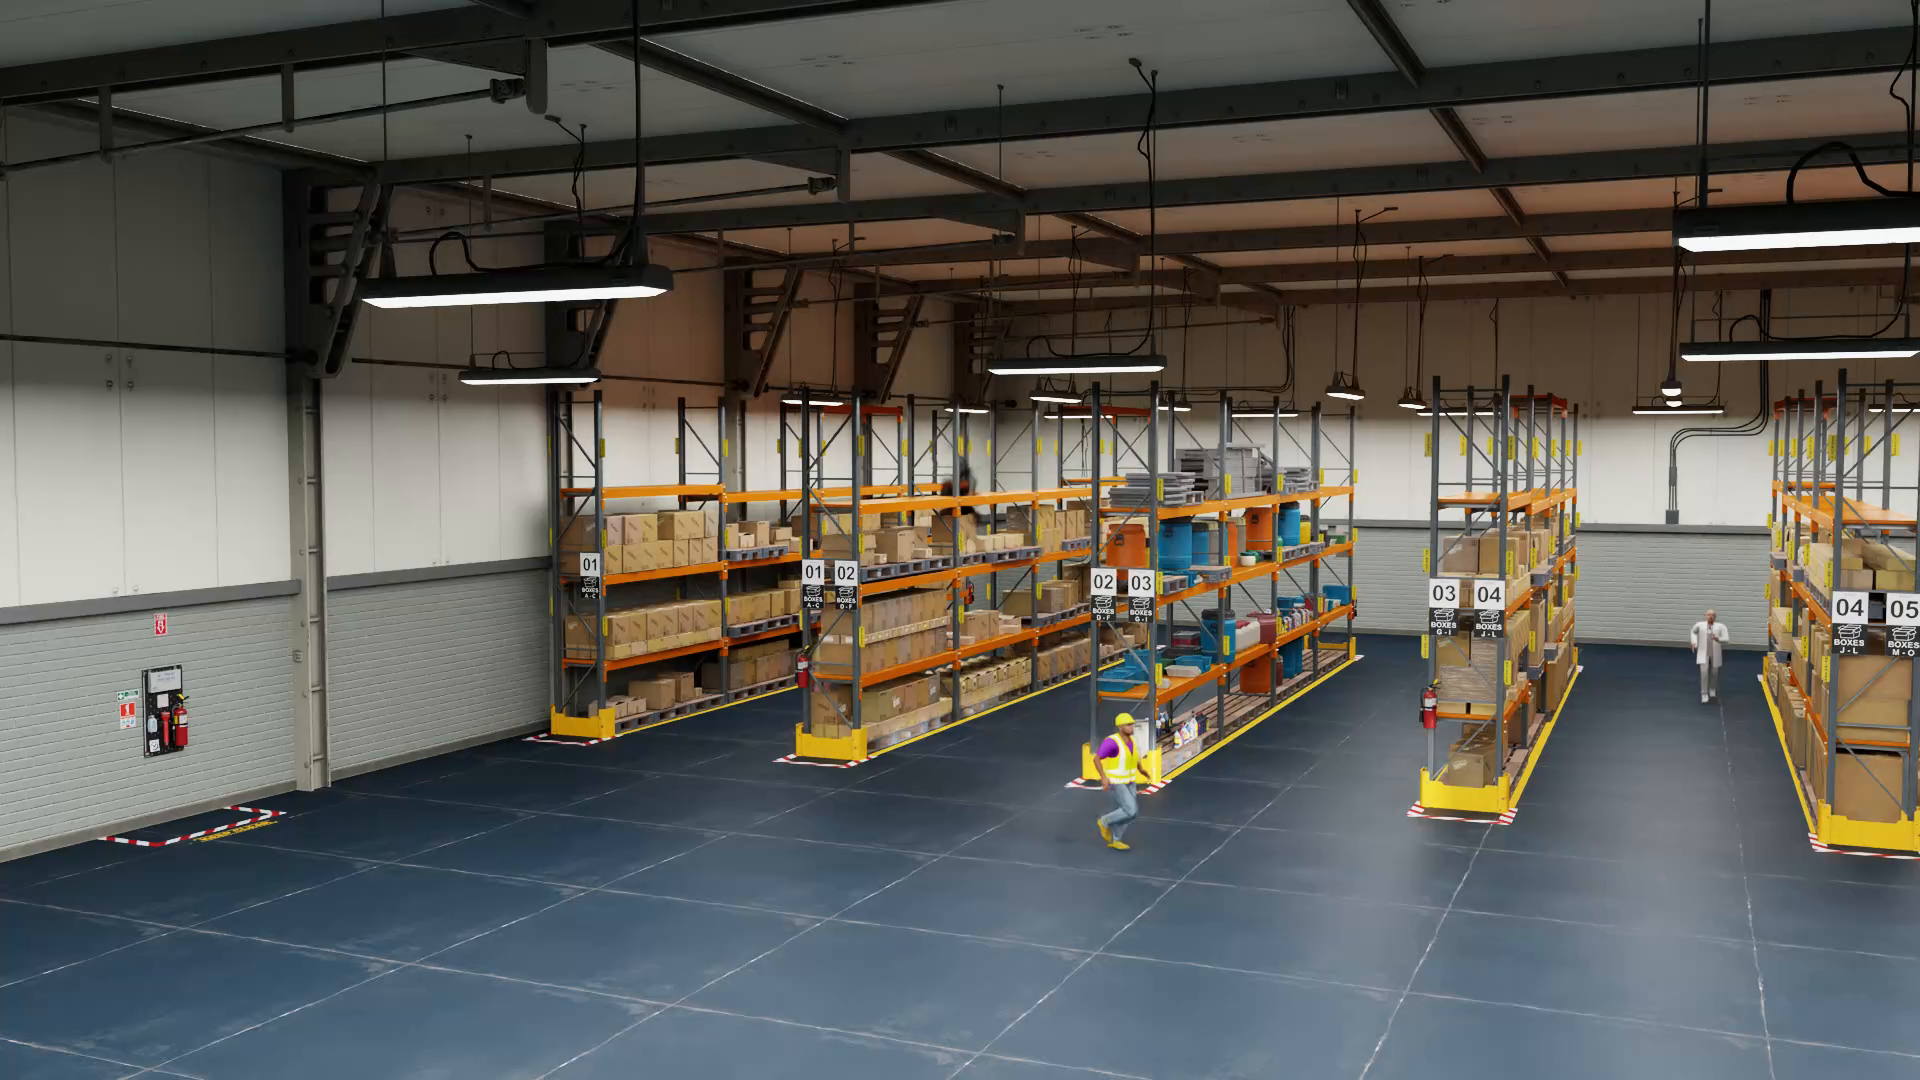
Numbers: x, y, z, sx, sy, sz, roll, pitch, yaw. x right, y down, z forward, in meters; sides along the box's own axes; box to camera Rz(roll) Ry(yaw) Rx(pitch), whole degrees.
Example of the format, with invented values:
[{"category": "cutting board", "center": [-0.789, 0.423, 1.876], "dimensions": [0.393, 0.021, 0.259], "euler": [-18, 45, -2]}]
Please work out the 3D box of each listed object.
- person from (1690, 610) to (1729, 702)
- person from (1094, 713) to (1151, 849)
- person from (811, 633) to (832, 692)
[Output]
[{"category": "person", "center": [14.831, 2.267, 32.902], "dimensions": [0.697, 1.780, 1.049], "euler": [1, 3, 22]}, {"category": "person", "center": [2.035, 3.002, 20.660], "dimensions": [0.621, 1.710, 0.690], "euler": [3, 4, 44]}, {"category": "person", "center": [-2.515, 2.487, 30.789], "dimensions": [0.580, 1.620, 0.625], "euler": [1, 3, 17]}]
